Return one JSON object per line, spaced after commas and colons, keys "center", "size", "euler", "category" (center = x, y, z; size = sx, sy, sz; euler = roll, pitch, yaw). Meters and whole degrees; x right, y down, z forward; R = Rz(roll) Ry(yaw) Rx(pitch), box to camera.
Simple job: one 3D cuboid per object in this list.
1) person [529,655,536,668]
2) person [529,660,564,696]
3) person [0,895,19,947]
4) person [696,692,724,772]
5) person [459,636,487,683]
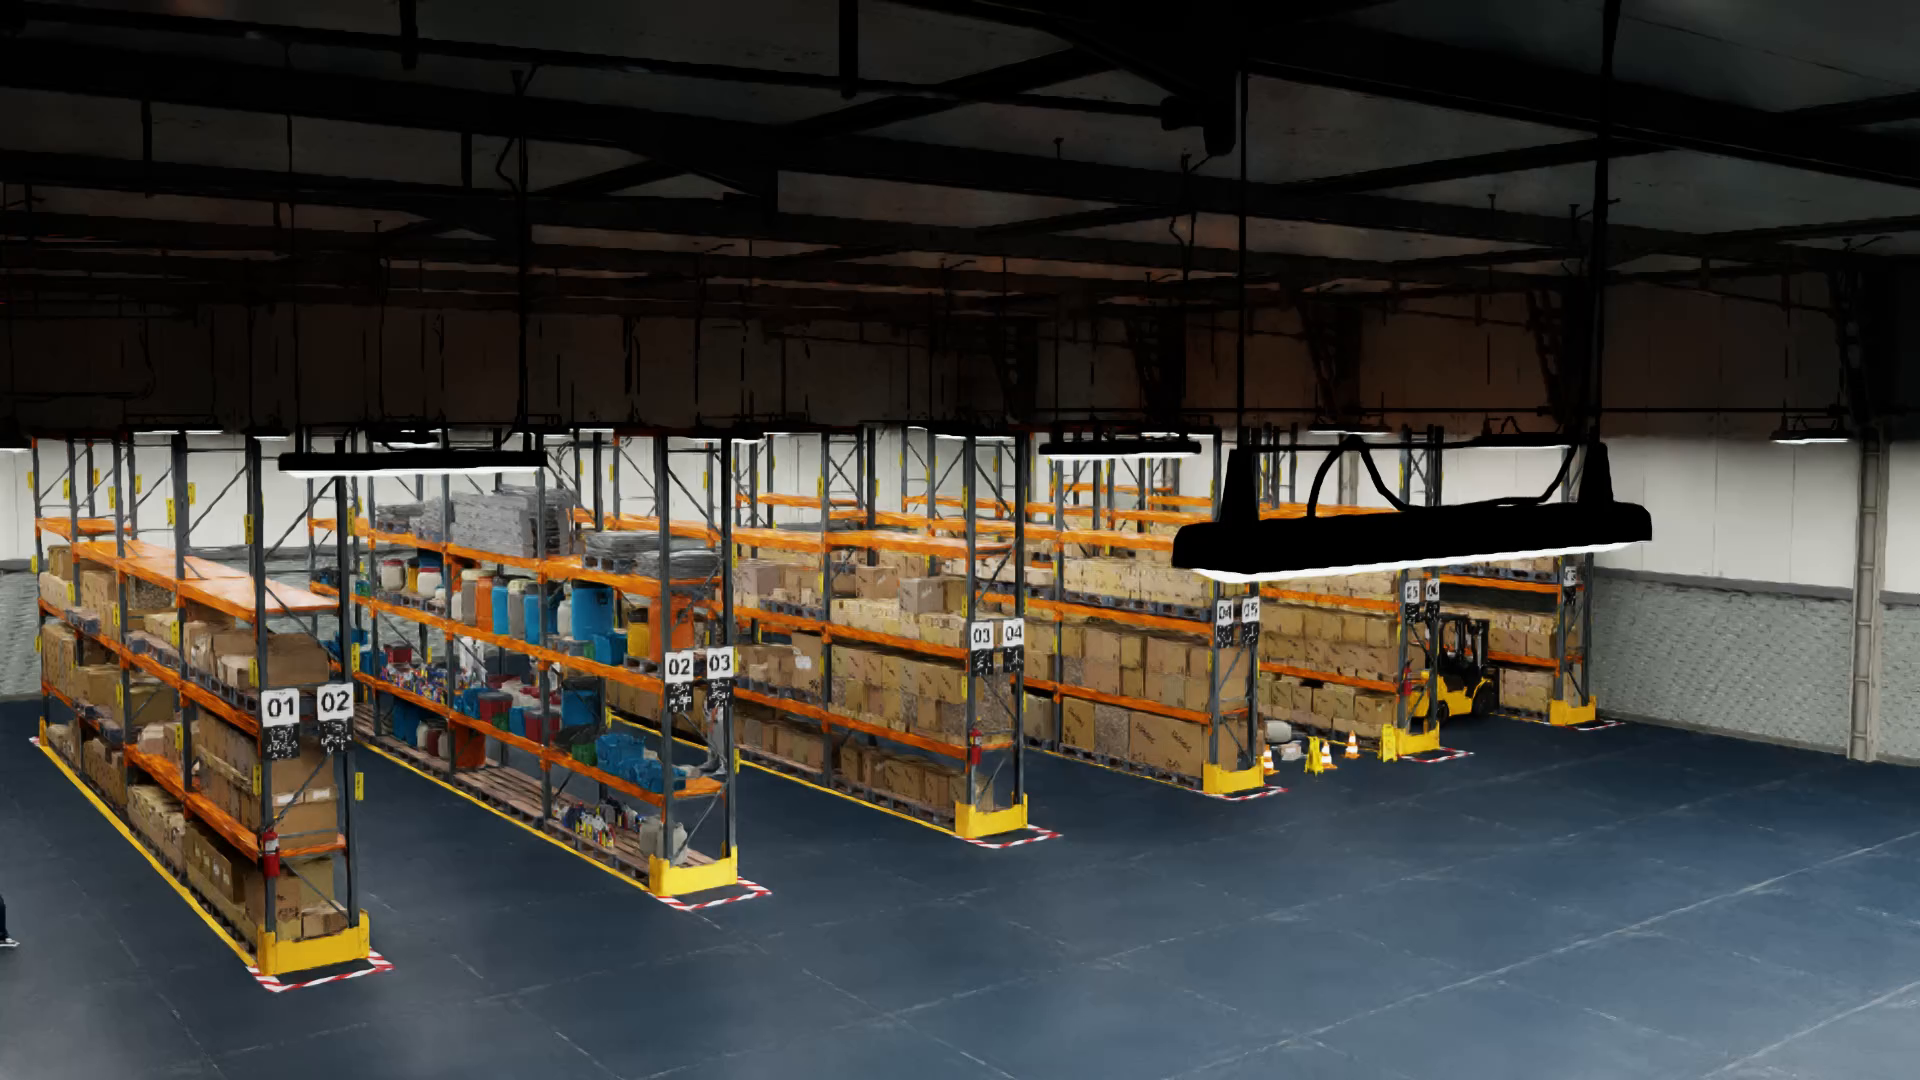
{"center": [-10.121, 2.290, 40.370], "size": [1.030, 1.728, 0.526], "euler": [4, 6, 44], "category": "person"}
{"center": [-8.062, 2.923, 32.498], "size": [0.702, 1.735, 0.549], "euler": [-4, 6, -38], "category": "person"}
{"center": [-11.485, 4.030, 19.426], "size": [0.763, 1.532, 0.573], "euler": [3, 5, 34], "category": "person"}
{"center": [-4.331, 3.160, 29.106], "size": [0.578, 1.744, 0.654], "euler": [-1, 5, -9], "category": "person"}
{"center": [-10.447, 2.658, 35.706], "size": [0.599, 1.696, 1.176], "euler": [-3, 5, -35], "category": "person"}
